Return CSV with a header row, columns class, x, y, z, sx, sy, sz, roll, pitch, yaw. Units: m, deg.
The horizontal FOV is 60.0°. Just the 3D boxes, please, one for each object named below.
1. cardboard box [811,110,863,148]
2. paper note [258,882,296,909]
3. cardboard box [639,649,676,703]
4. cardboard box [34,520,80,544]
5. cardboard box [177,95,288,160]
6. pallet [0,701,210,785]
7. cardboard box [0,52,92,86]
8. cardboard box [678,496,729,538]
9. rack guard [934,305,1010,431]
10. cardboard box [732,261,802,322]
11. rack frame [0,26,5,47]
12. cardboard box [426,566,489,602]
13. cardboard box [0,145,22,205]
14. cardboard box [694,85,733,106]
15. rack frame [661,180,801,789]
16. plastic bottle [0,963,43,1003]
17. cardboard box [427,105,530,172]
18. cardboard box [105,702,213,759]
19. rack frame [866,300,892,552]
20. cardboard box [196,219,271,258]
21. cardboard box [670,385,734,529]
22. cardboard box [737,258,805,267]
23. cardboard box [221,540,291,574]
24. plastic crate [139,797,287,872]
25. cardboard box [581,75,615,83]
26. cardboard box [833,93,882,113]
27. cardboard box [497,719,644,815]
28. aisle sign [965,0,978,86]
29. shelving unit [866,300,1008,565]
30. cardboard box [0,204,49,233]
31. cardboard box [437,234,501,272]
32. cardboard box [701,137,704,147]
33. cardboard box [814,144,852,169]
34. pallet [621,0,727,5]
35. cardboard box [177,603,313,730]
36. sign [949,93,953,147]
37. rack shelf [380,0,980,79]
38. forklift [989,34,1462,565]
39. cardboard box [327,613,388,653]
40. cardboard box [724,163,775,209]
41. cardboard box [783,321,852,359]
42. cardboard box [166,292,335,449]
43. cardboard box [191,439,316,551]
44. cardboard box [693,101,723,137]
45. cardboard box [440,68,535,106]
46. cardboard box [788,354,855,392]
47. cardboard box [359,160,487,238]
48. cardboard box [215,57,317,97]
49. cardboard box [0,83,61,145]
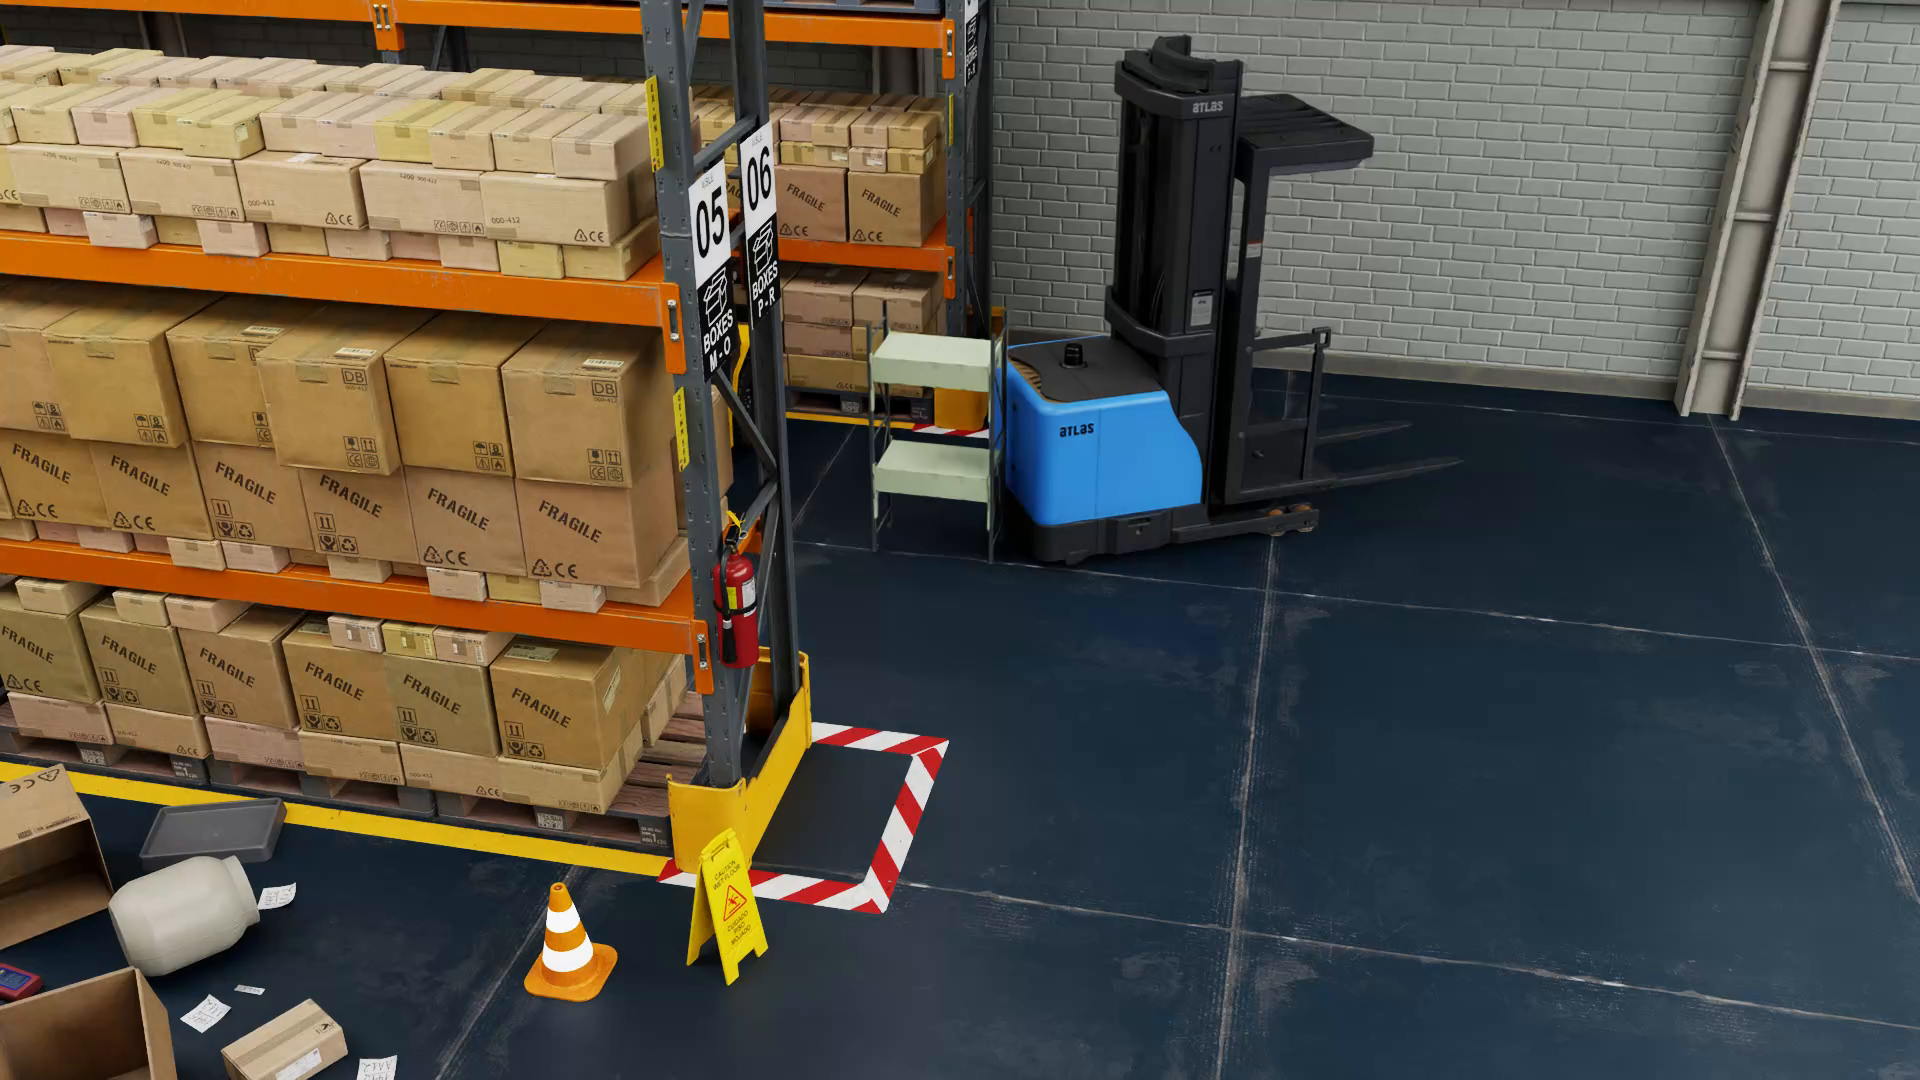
class,x,y,z,sx,sy,sz,roll,pitch,yaw
cardboard box,-0.832,-2.798,11.309,0.250,0.149,0.380,7,29,12
paper note,-3.066,1.597,7.463,0.148,0.019,0.142,-4,29,-7
cardboard box,-1.716,0.433,8.142,0.500,0.500,0.500,5,29,9
cardboard box,-4.108,-0.142,7.810,0.250,0.149,0.380,6,29,10
cardboard box,-2.860,-1.635,6.583,0.250,0.149,0.380,7,29,12
pallet,-4.209,0.826,8.683,1.213,0.211,1.003,6,29,11
cardboard box,-4.011,-2.016,7.278,0.250,0.149,0.380,7,29,12
cardboard box,-1.250,-0.068,7.674,0.250,0.149,0.380,6,29,11
rack guard,0.095,-1.279,12.228,0.348,0.500,1.175,6,29,11
cardboard box,-1.440,-1.789,11.941,0.500,0.250,0.500,6,29,11
rack frame,-7.752,-3.180,13.098,0.127,3.000,1.000,6,29,11
cardboard box,-2.147,0.106,7.357,0.250,0.149,0.380,6,29,11
cardboard box,-3.993,-1.608,6.949,0.500,0.250,0.500,6,29,10
cardboard box,-1.719,-3.140,11.934,0.250,0.149,0.380,6,29,11
rack frame,-0.961,-0.047,7.374,0.127,3.000,1.000,6,29,11
plastic bottle,-4.002,1.851,6.967,0.283,0.061,0.133,11,31,19
cardboard box,-1.851,-1.558,6.442,0.250,0.149,0.380,6,29,10
cardboard box,-3.828,0.808,8.238,0.500,0.250,0.500,8,30,13
rack frame,-0.486,-0.677,10.087,0.023,1.500,0.400,6,29,11
cardboard box,-2.880,-1.290,6.782,0.250,0.149,0.380,6,29,10
cardboard box,-1.366,-0.399,7.603,0.500,0.500,0.500,5,29,10
cardboard box,-1.335,-2.035,12.391,0.500,0.250,0.500,6,29,10
cardboard box,-3.130,-0.011,7.569,0.250,0.149,0.380,6,29,10
plastic crate,-3.509,1.375,7.817,0.583,0.080,0.402,-4,29,-7
cardboard box,-2.708,-3.287,12.204,0.250,0.149,0.380,5,29,10
cardboard box,-0.722,-3.033,11.739,0.250,0.149,0.380,6,29,12
cardboard box,-1.831,1.018,7.855,0.500,0.250,0.500,6,29,10
aisle sign,0.075,-3.374,10.744,0.004,0.787,0.394,6,29,11
shelving unit,-0.129,-0.639,10.017,0.755,1.500,0.431,6,29,11
cardboard box,-3.873,-1.438,7.052,0.250,0.149,0.380,7,29,12
cardboard box,-1.871,-1.209,6.634,0.250,0.149,0.380,7,29,12
cardboard box,-1.811,-2.794,11.613,0.250,0.149,0.380,6,29,10
cardboard box,-0.823,-2.676,11.397,0.250,0.149,0.380,6,29,12
pallet,-1.811,-3.859,11.307,1.213,0.211,1.003,6,29,11
cardboard box,-3.320,0.532,7.962,0.500,0.500,0.500,7,30,13
sign,-0.055,-2.736,10.834,0.005,0.325,0.100,6,29,11
rack shelf,-1.884,-3.579,11.451,4.000,0.370,1.077,6,29,11
forklift,1.747,-1.539,10.170,3.031,2.935,1.130,-9,30,-15
cardboard box,-2.675,0.345,7.628,0.250,0.149,0.380,7,29,13
cardboard box,-1.471,-2.456,11.670,0.500,0.500,0.500,5,29,10
cardboard box,-0.958,-1.533,11.994,0.500,0.250,0.500,6,29,10
cardboard box,-2.979,-0.781,7.259,0.500,0.500,0.700,6,29,10
cardboard box,-3.018,-0.310,7.441,0.500,0.500,0.500,6,29,11
cardboard box,-1.824,-2.925,11.542,0.250,0.149,0.380,6,29,11
cardboard box,-1.977,-1.865,7.003,0.250,0.149,0.380,6,29,10
cardboard box,-0.938,-1.309,12.106,0.500,0.250,0.500,6,29,11
cardboard box,-2.007,-1.409,6.585,0.500,0.250,0.500,5,29,10
cardboard box,-2.981,-1.963,7.182,0.250,0.149,0.380,6,29,11
cardboard box,-3.865,-1.736,6.767,0.250,0.149,0.380,6,29,10
